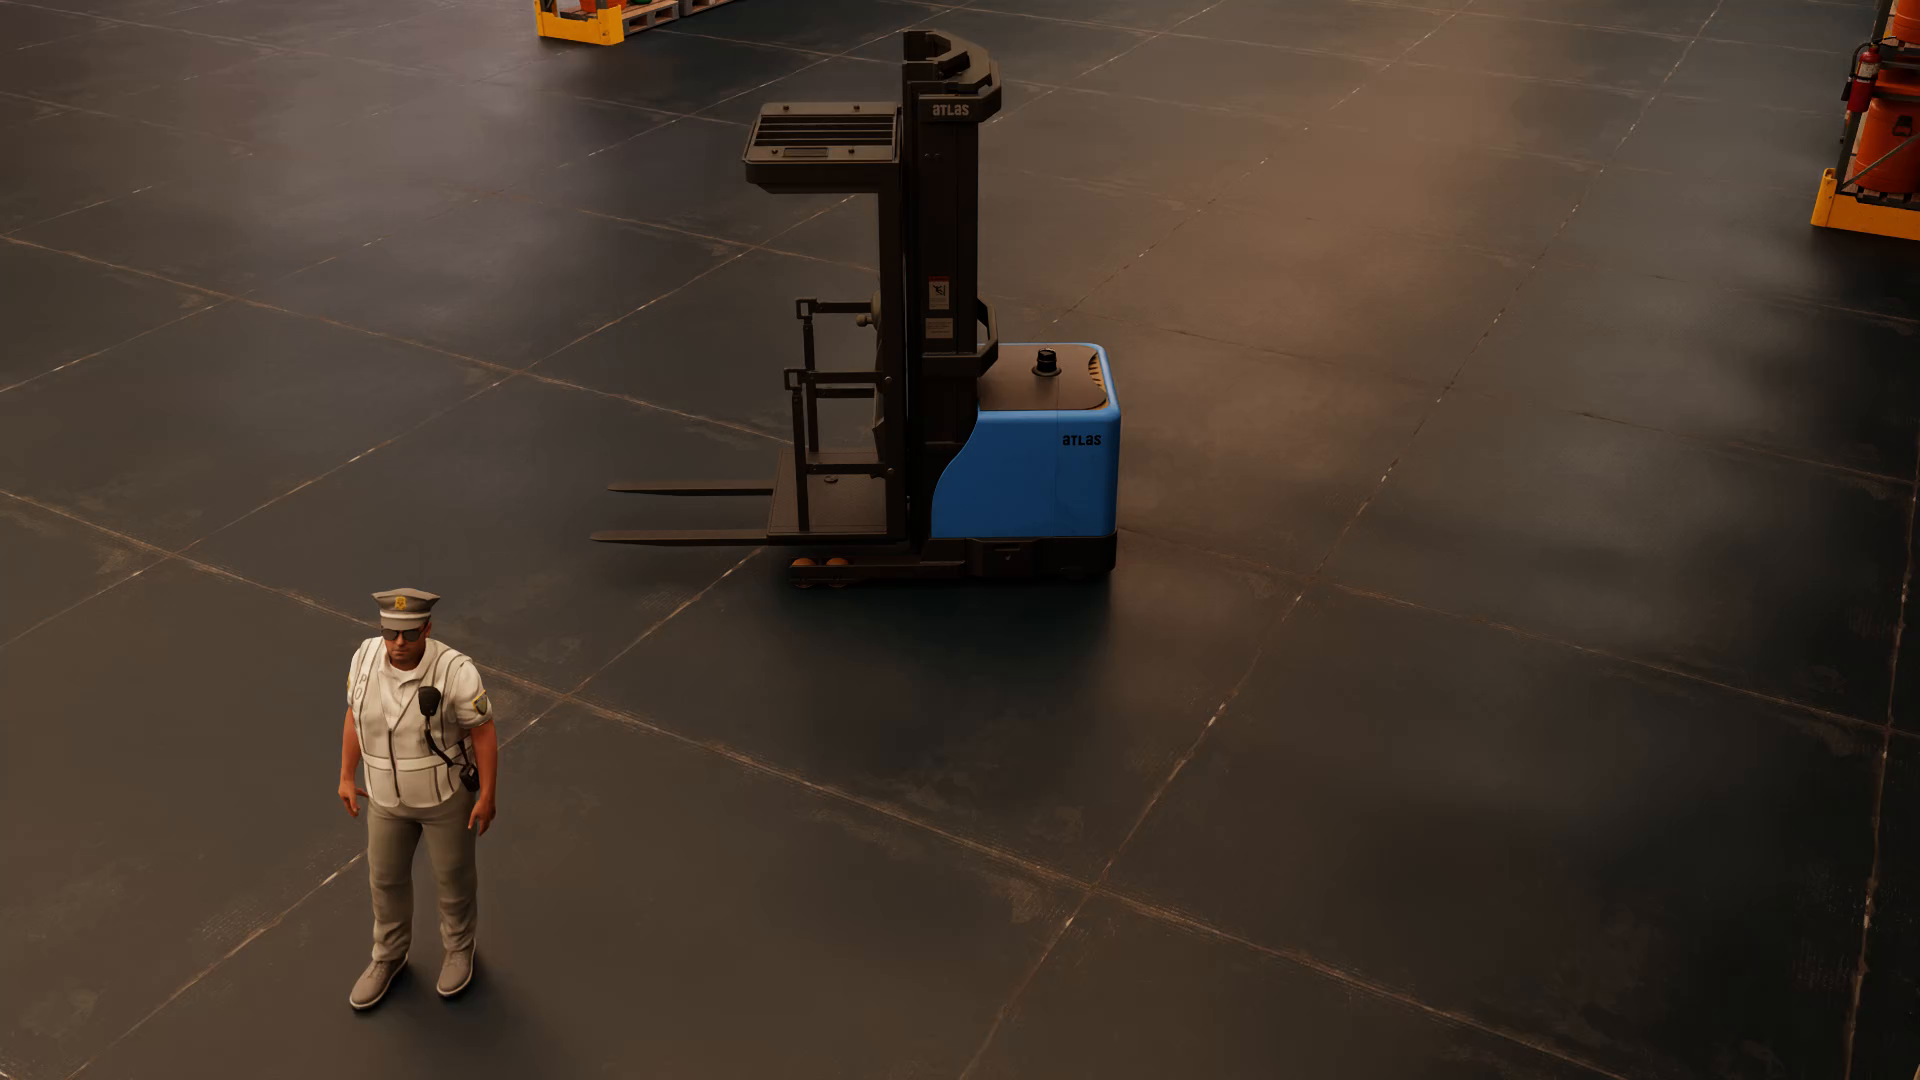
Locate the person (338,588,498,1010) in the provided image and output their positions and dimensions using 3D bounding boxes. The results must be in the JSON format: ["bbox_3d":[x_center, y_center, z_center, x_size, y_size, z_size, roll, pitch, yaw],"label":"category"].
[{"bbox_3d":[-2.131,1.002,6.468,0.639,1.781,0.575,3,30,6],"label":"person"}]

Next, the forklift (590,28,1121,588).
[{"bbox_3d":[-0.624,-1.263,9.260,3.031,2.935,1.130,-1,30,-1],"label":"forklift"}]
